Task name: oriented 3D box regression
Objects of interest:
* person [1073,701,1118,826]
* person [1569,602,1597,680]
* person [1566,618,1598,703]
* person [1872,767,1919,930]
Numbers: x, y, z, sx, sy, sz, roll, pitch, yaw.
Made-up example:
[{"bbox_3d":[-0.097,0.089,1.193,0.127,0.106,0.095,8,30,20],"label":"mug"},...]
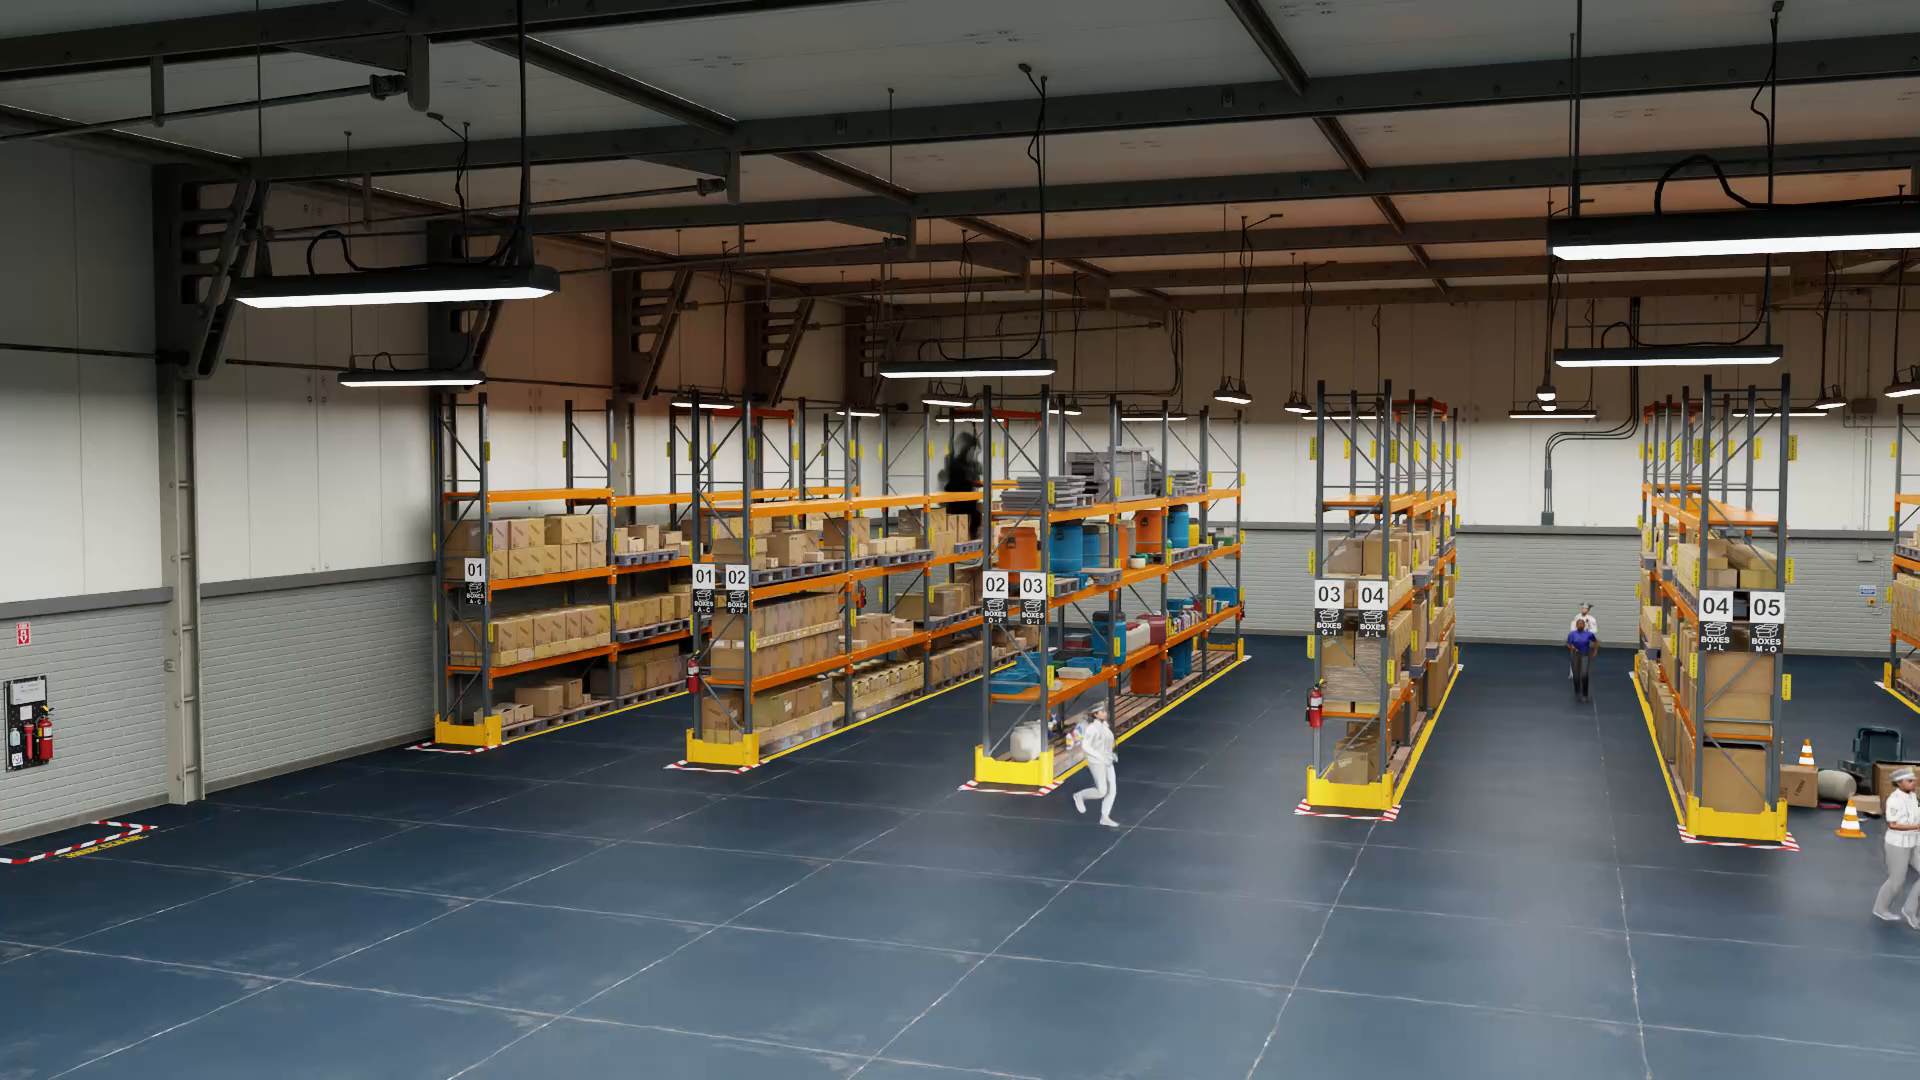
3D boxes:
[{"bbox_3d":[1.866,2.982,22.336,0.701,1.661,0.612,2,4,39],"label":"person"},{"bbox_3d":[13.693,2.211,36.590,0.616,1.688,0.887,2,4,35],"label":"person"},{"bbox_3d":[12.433,2.426,33.273,0.589,1.717,0.723,1,3,24],"label":"person"},{"bbox_3d":[9.942,3.235,17.441,0.554,1.737,0.672,-1,3,-25],"label":"person"}]
